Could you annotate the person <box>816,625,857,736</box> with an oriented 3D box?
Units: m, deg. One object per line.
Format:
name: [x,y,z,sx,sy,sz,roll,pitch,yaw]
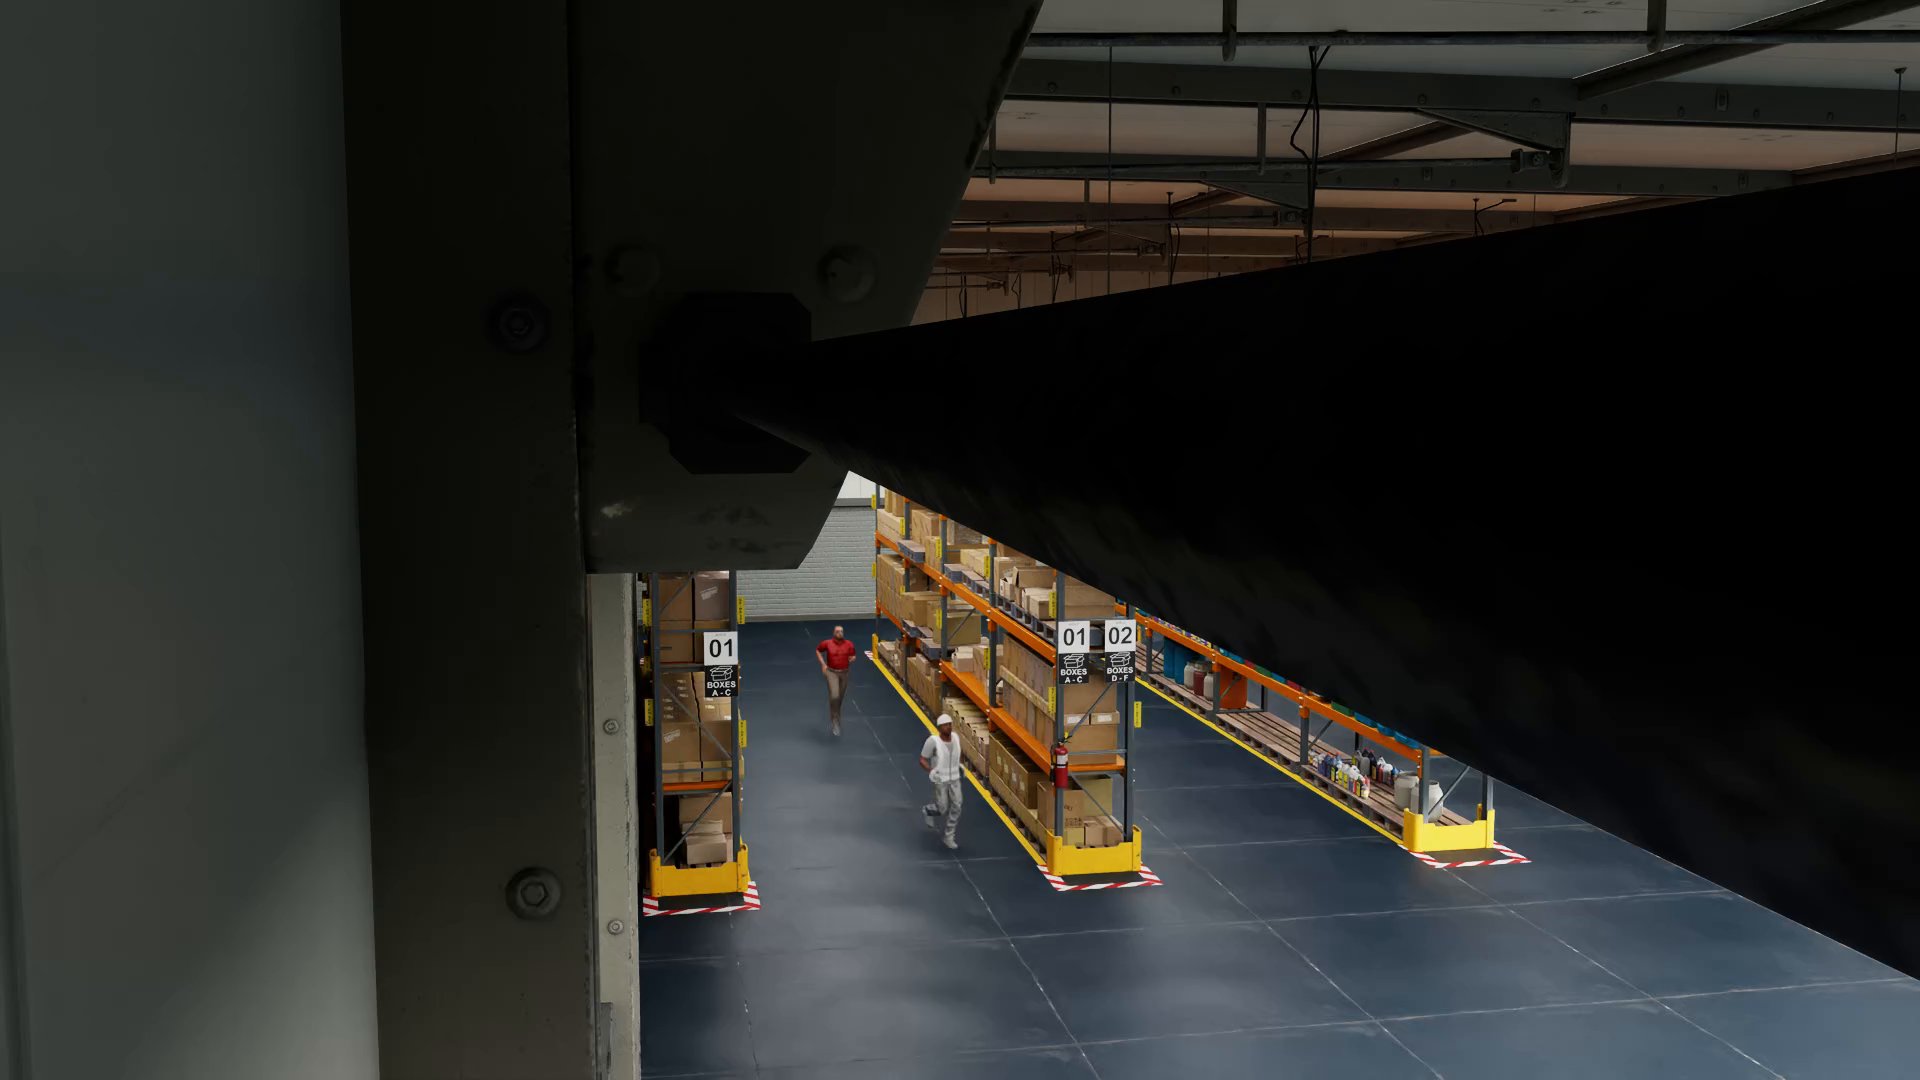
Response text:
person: [-2.070,2.354,28.249,0.642,1.826,0.799,-3,6,-24]

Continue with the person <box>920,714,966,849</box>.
person: [-0.222,3.196,22.254,0.688,1.768,0.756,-3,7,-29]
